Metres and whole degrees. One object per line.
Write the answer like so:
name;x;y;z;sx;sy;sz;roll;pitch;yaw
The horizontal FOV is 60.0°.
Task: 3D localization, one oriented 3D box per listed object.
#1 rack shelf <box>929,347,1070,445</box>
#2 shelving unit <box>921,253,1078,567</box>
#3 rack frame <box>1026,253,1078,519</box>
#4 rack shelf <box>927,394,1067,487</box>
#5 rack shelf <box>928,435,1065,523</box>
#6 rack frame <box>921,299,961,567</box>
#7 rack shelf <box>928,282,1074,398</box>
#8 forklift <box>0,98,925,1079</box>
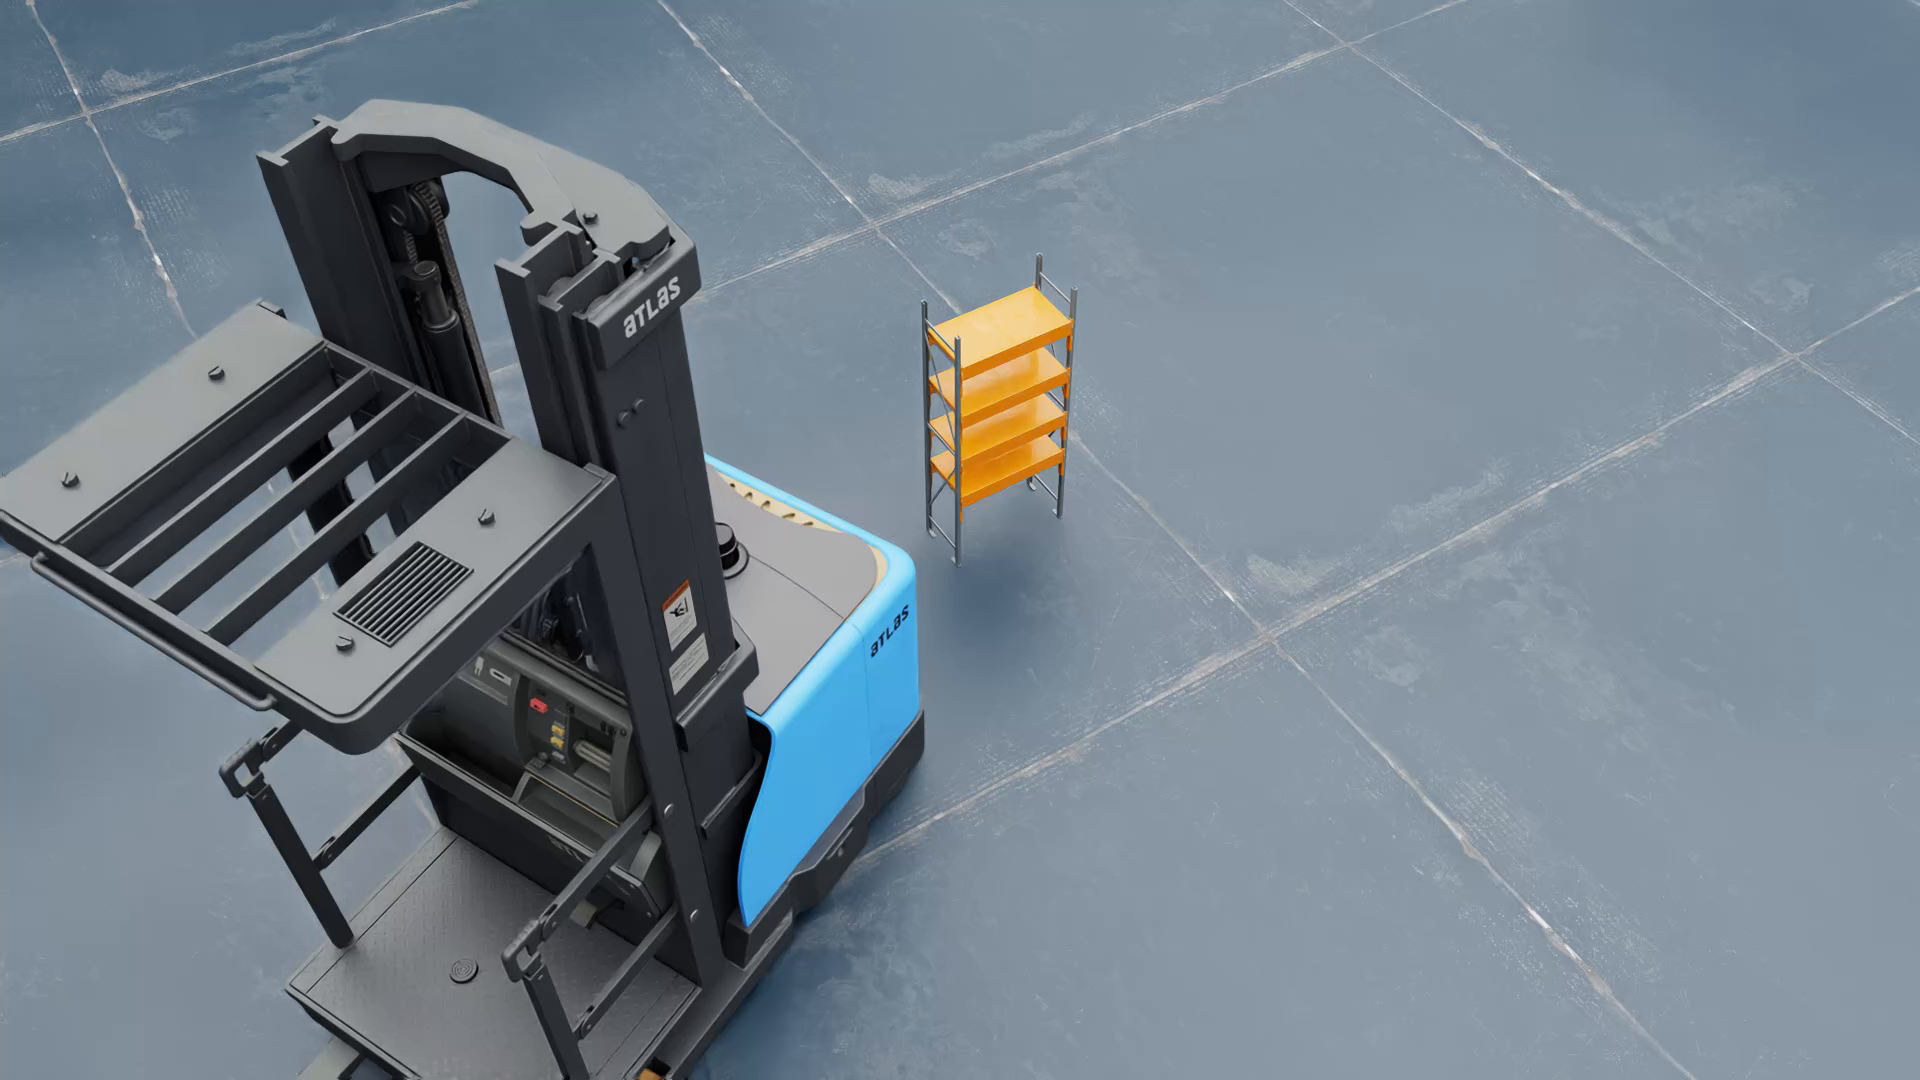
rack shelf;0.140;-0.569;6.189;0.480;0.148;0.258;-25;53;-21
shelving unit;0.140;-0.465;6.306;0.503;1.200;0.258;-25;53;-21
rack frame;0.346;-0.562;6.393;0.015;1.200;0.240;-25;53;-21
rack shelf;0.140;-0.420;6.356;0.480;0.148;0.258;-25;53;-21
rack shelf;0.140;-0.288;6.504;0.480;0.148;0.258;-25;53;-21
rack frame;-0.066;-0.368;6.219;0.015;1.200;0.240;-25;53;-21
rack shelf;0.140;-0.726;6.013;0.480;0.148;0.258;-25;53;-21
forklift;-1.340;0.525;4.265;1.130;2.935;3.031;25;53;21
